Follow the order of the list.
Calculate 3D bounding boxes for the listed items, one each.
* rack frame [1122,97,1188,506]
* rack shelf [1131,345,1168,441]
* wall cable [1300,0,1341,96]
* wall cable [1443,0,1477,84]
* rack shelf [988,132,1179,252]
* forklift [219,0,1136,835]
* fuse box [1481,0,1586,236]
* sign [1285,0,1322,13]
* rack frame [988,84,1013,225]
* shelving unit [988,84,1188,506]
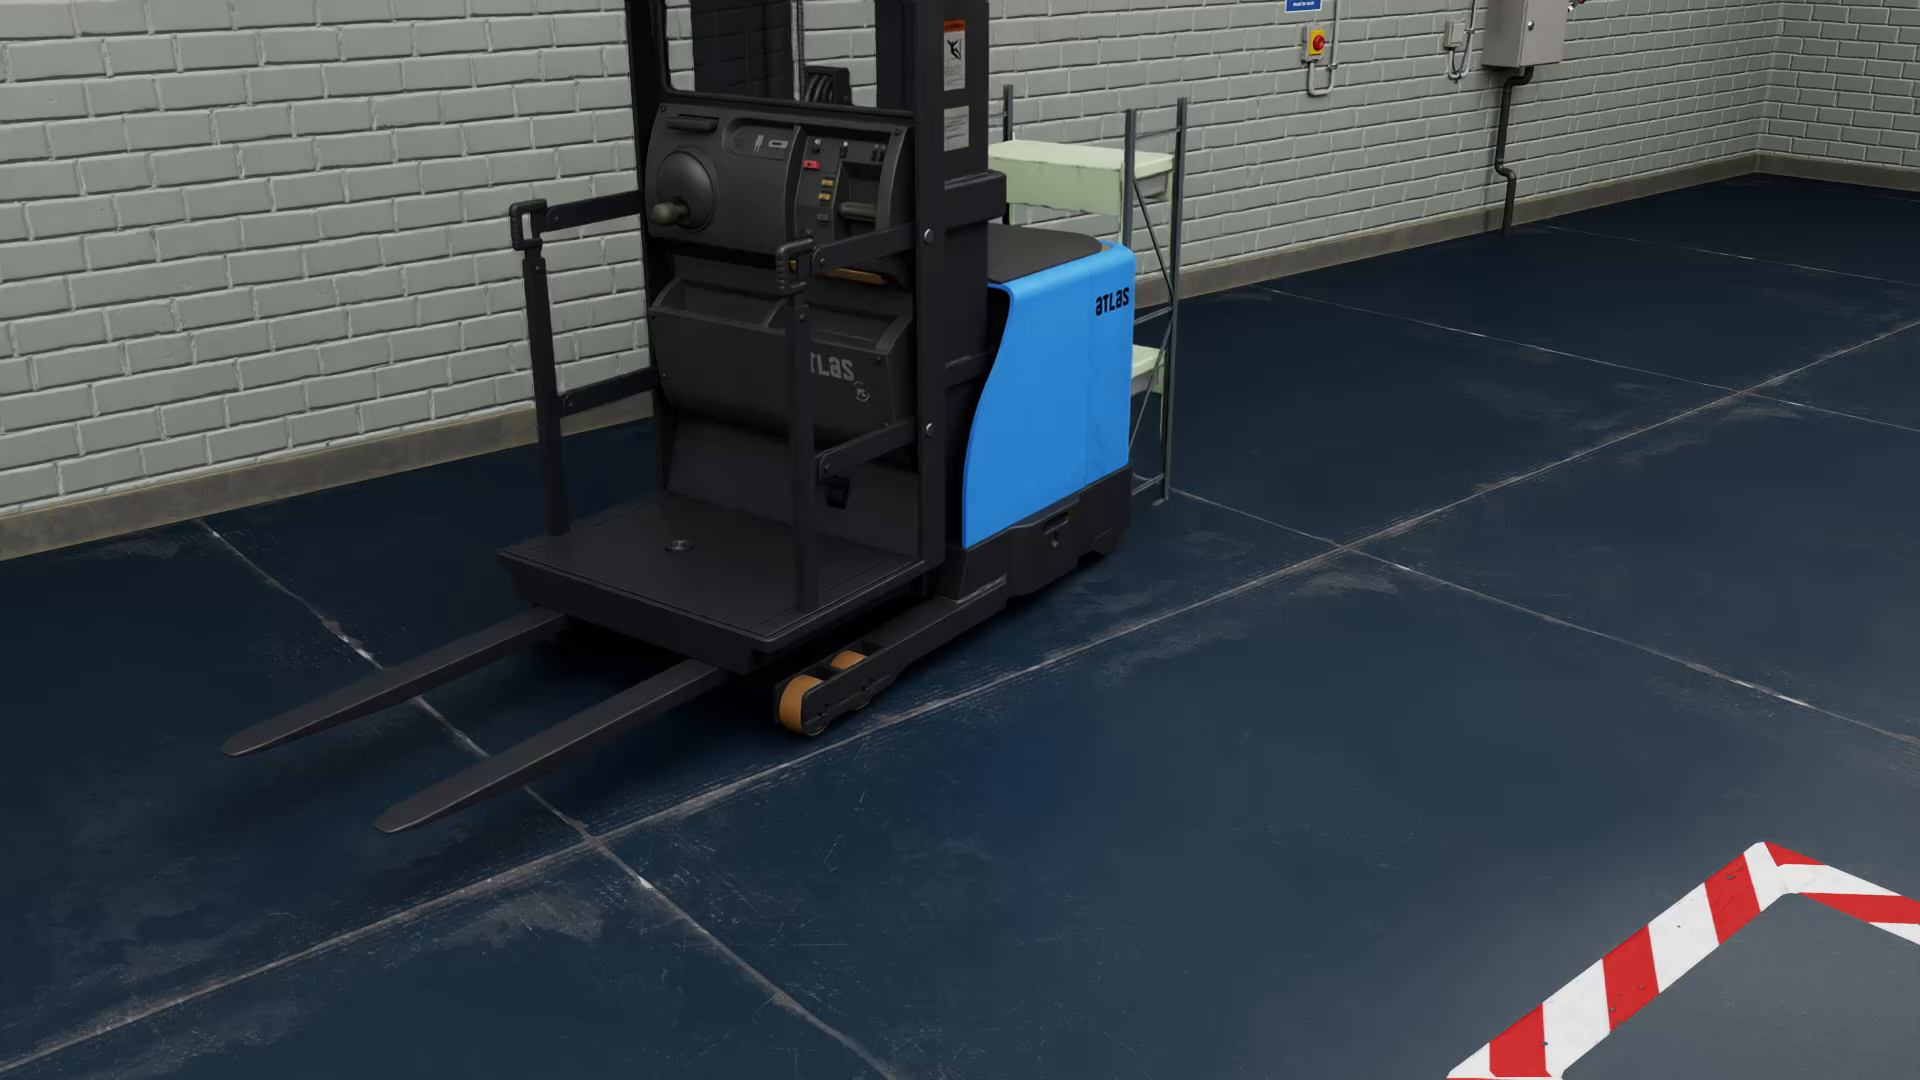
[{"bbox_3d":[0.676,-0.796,5.959,0.023,1.500,0.400,14,26,32],"label":"rack frame"},{"bbox_3d":[0.376,-0.569,6.274,0.720,0.370,0.431,14,26,32],"label":"rack shelf"},{"bbox_3d":[2.044,-3.487,9.337,0.585,1.953,0.123,-17,27,-37],"label":"wall cable"},{"bbox_3d":[3.111,-3.813,10.213,0.588,1.984,0.122,-17,27,-37],"label":"wall cable"},{"bbox_3d":[0.376,-1.236,6.013,0.720,0.370,0.431,14,26,32],"label":"rack shelf"},{"bbox_3d":[-0.661,-1.023,4.577,1.130,2.935,3.031,15,26,33],"label":"forklift"},{"bbox_3d":[3.731,-2.859,10.937,0.539,1.711,0.414,-17,27,-37],"label":"fuse box"},{"bbox_3d":[1.967,-3.130,9.493,0.327,0.218,0.001,-17,27,-37],"label":"sign"},{"bbox_3d":[0.077,-0.949,6.351,0.023,1.500,0.400,14,26,32],"label":"rack frame"},{"bbox_3d":[0.376,-0.872,6.155,0.755,1.500,0.431,14,26,32],"label":"shelving unit"}]
